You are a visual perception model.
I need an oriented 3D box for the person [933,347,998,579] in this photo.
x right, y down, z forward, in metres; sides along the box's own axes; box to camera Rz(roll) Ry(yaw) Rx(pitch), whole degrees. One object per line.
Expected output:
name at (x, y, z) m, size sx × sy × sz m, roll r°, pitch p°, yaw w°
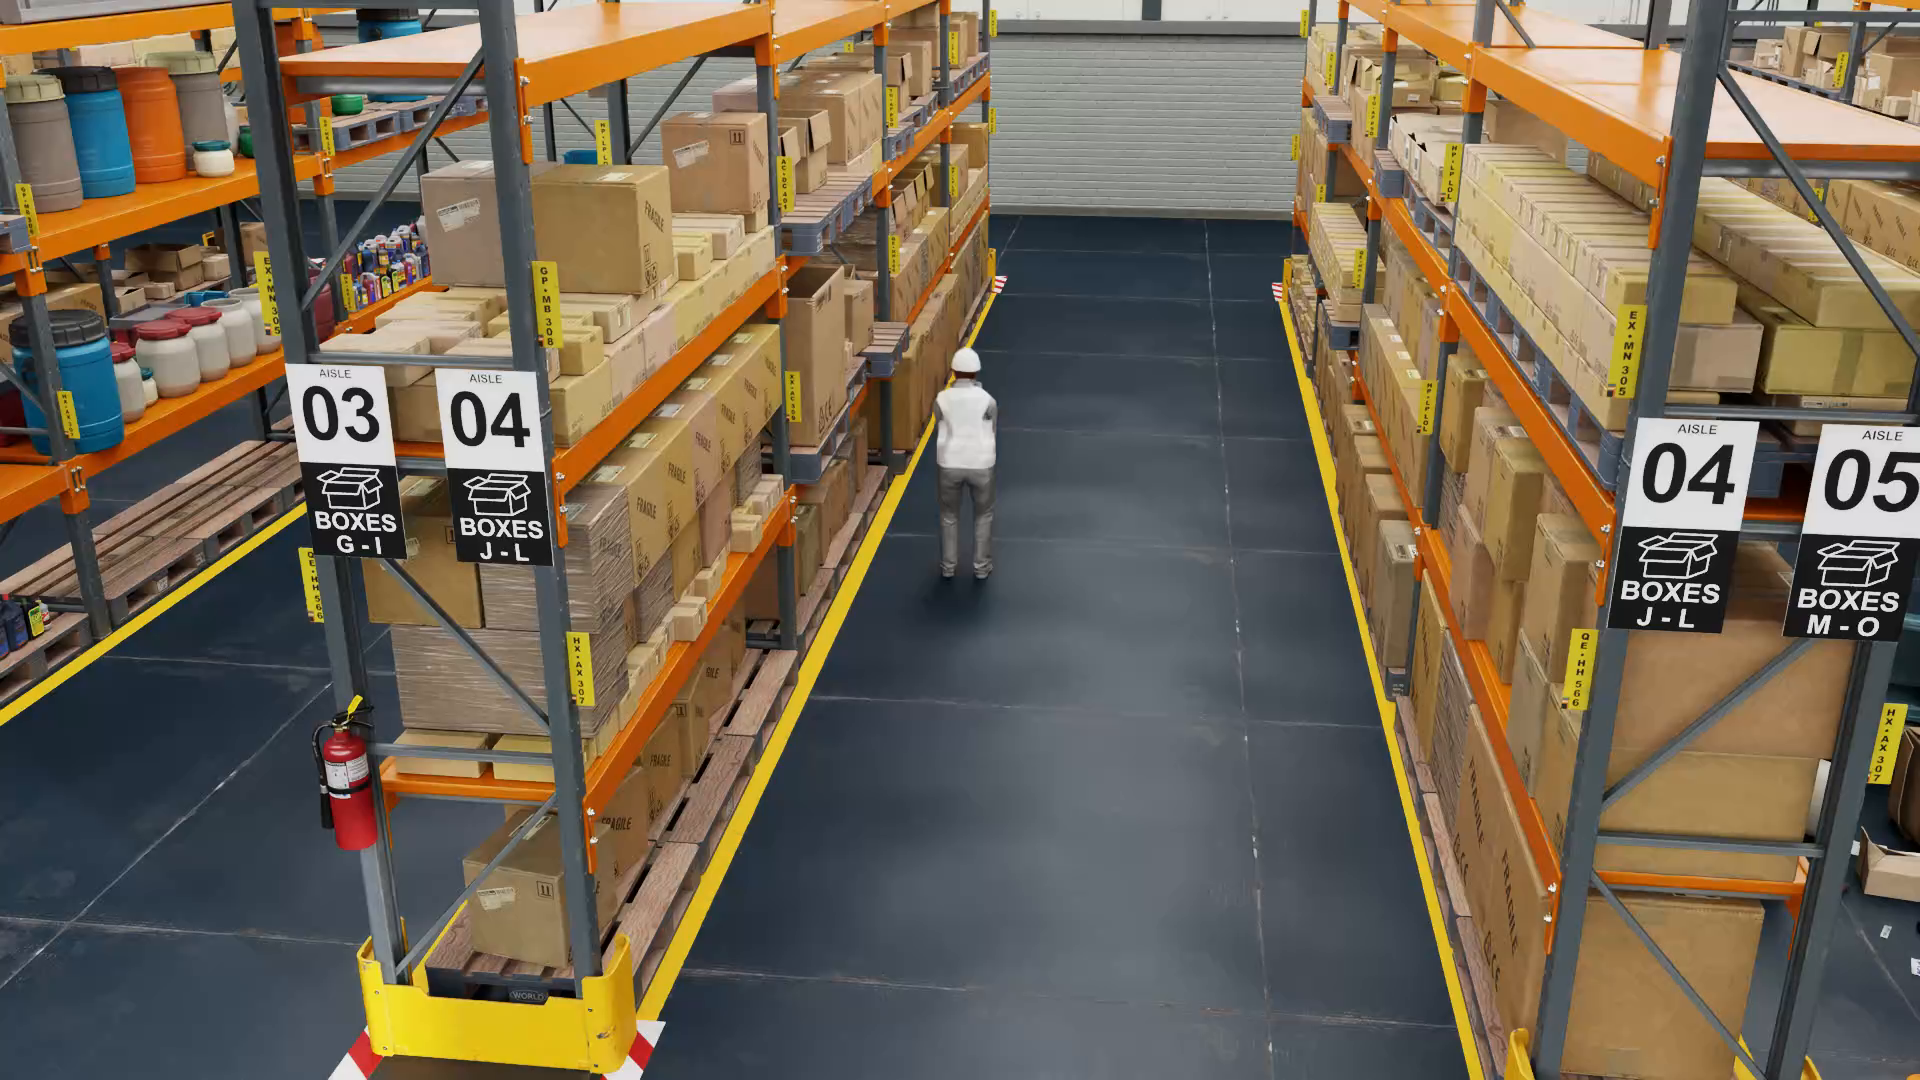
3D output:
person at (0.040, -0.593, 12.619) m, size 0.484 × 1.756 × 0.582 m, roll 2°, pitch 21°, yaw 5°
